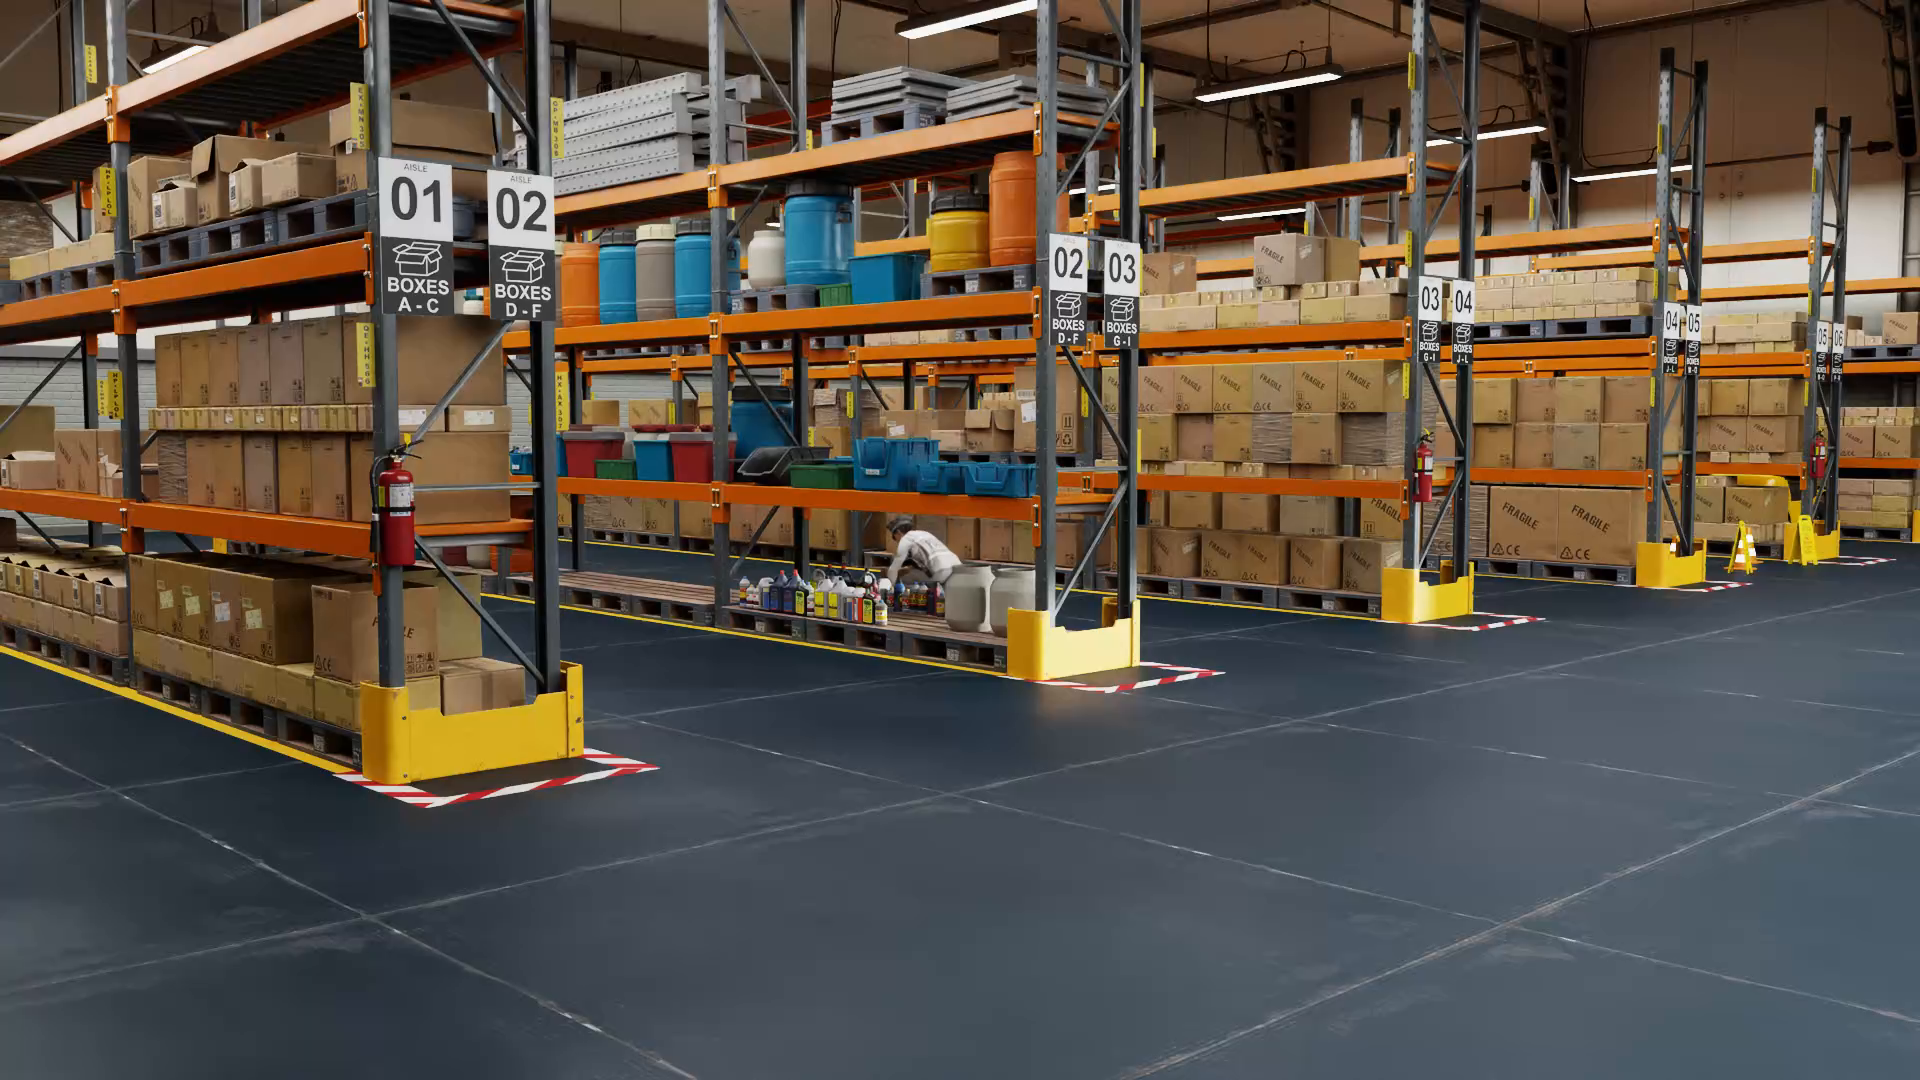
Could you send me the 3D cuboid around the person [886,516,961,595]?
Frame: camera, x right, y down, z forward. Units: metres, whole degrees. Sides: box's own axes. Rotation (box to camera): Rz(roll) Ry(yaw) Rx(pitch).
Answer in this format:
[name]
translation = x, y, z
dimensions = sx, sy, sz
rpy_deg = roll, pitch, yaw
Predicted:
[person]
translation = -0.364, 0.257, 15.913
dimensions = 0.495, 0.967, 0.826
rpy_deg = -4, 6, -44
